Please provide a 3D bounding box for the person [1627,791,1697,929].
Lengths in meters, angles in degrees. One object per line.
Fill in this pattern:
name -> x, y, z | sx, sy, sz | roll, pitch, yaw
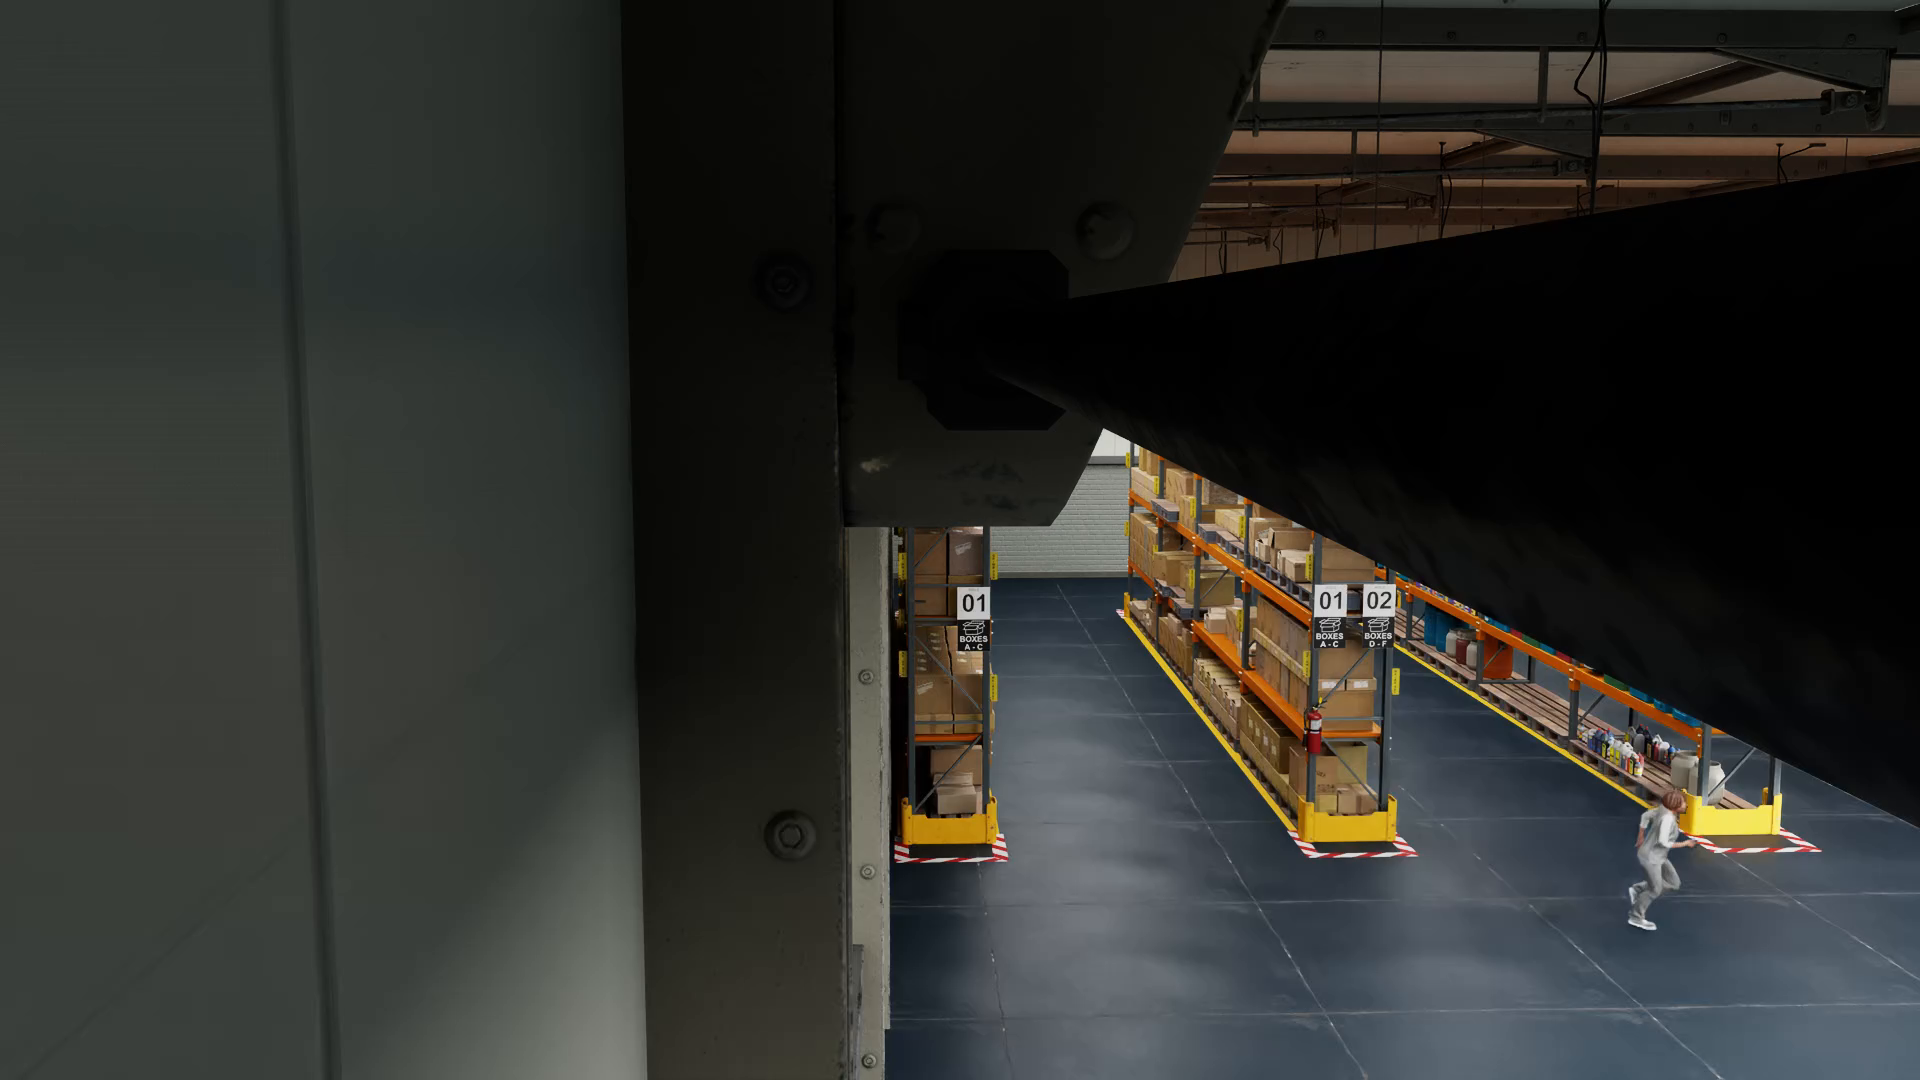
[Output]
person -> 7.365, 3.356, 17.425 | 0.640, 1.530, 0.517 | 4, 8, 29
